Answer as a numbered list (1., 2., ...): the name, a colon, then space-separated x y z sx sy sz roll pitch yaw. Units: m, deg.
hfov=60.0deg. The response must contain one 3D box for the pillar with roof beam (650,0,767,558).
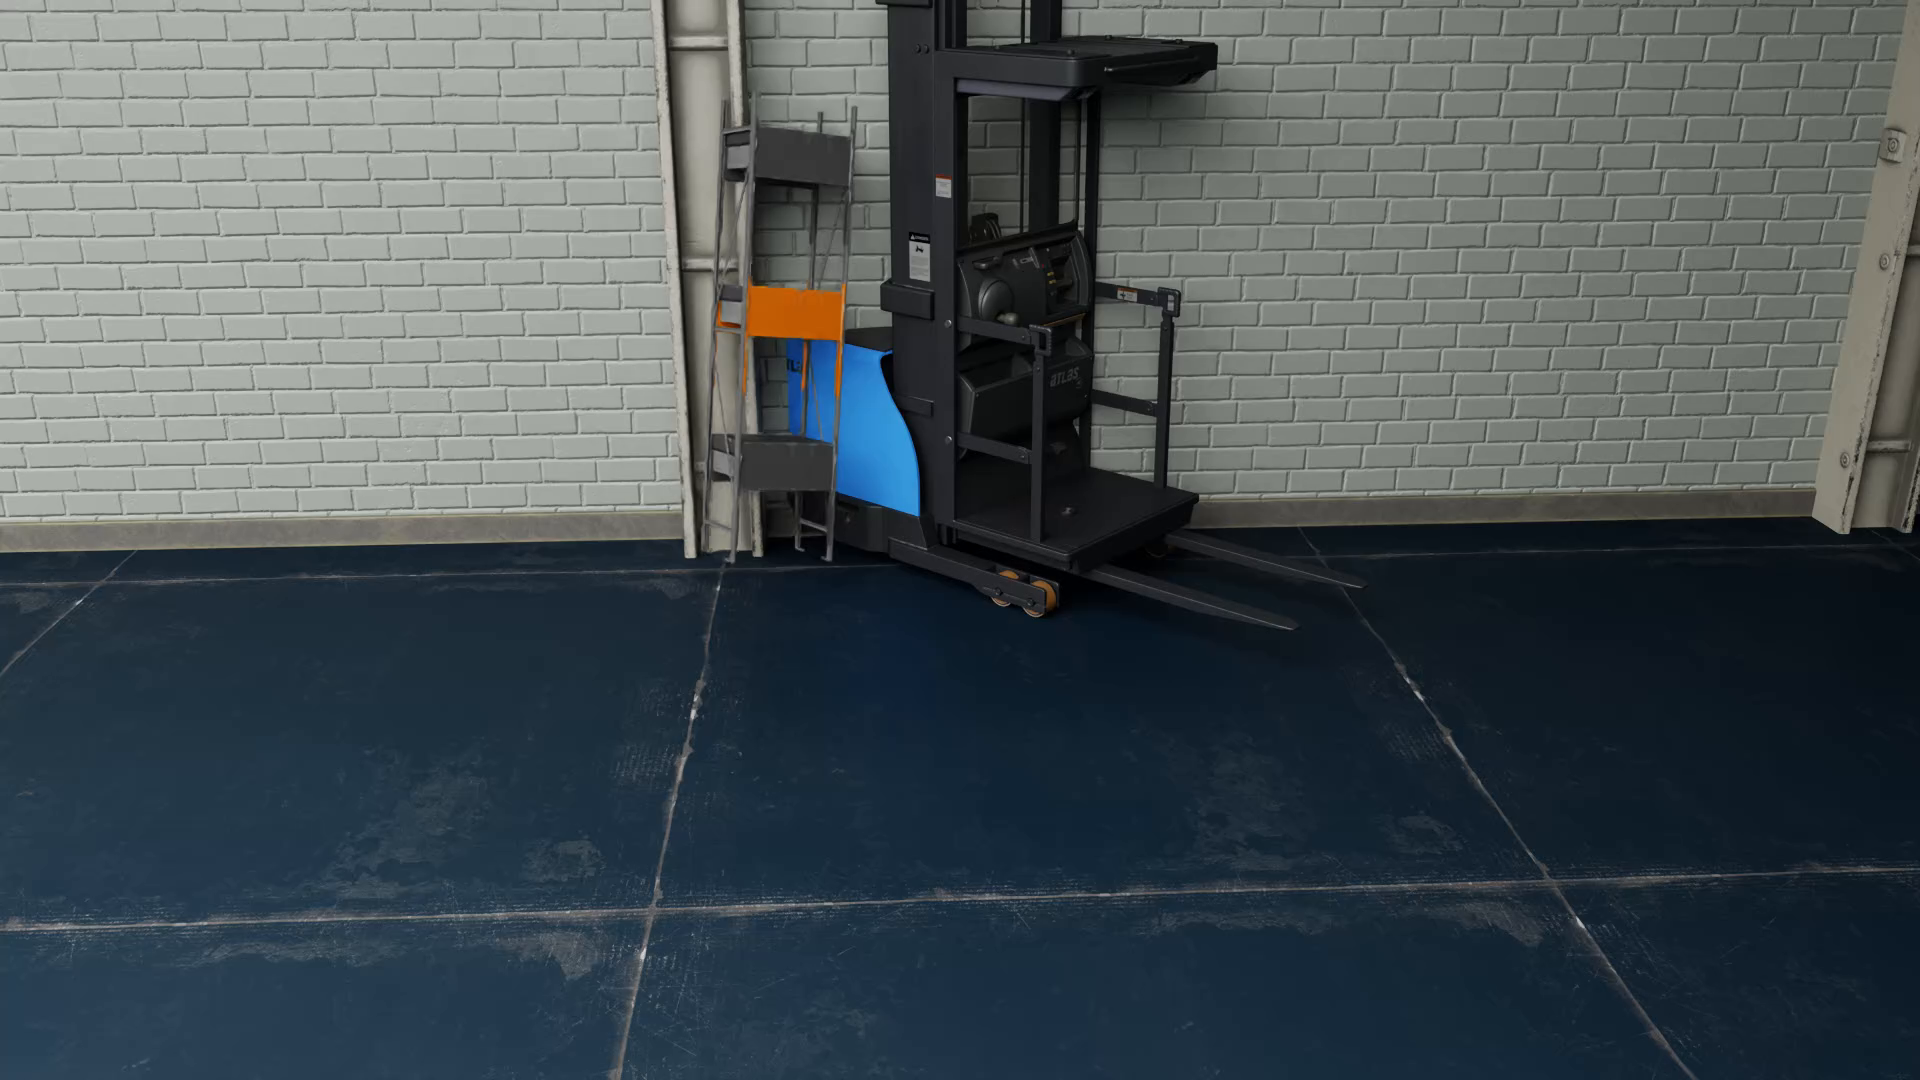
1. pillar with roof beam: -0.951 -2.644 2.919 0.400 9.000 9.100 -1 21 -3

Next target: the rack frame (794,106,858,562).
1. rack frame: -0.640 -0.965 7.868 0.015 2.100 0.400 -1 9 -30

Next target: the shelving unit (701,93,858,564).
1. shelving unit: -0.851 -0.962 7.747 0.503 2.100 0.431 -1 9 -30

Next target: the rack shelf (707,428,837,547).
1. rack shelf: -0.899 -0.257 7.845 0.480 0.518 0.431 -1 9 -30

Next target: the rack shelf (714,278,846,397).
1. rack shelf: -0.852 -0.949 7.748 0.480 0.518 0.431 -1 9 -30

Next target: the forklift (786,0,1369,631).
1. forklift: 0.475 -1.224 7.718 3.031 2.935 1.130 17 27 38

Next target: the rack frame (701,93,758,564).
1. rack frame: -1.063 -0.959 7.625 0.015 2.100 0.400 -1 9 -30

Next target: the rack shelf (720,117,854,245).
1. rack shelf: -0.805 -1.640 7.652 0.480 0.518 0.431 -1 9 -30

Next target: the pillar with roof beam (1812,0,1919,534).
1. pillar with roof beam: 5.039 -2.766 3.240 0.400 9.000 9.100 -1 21 -3
